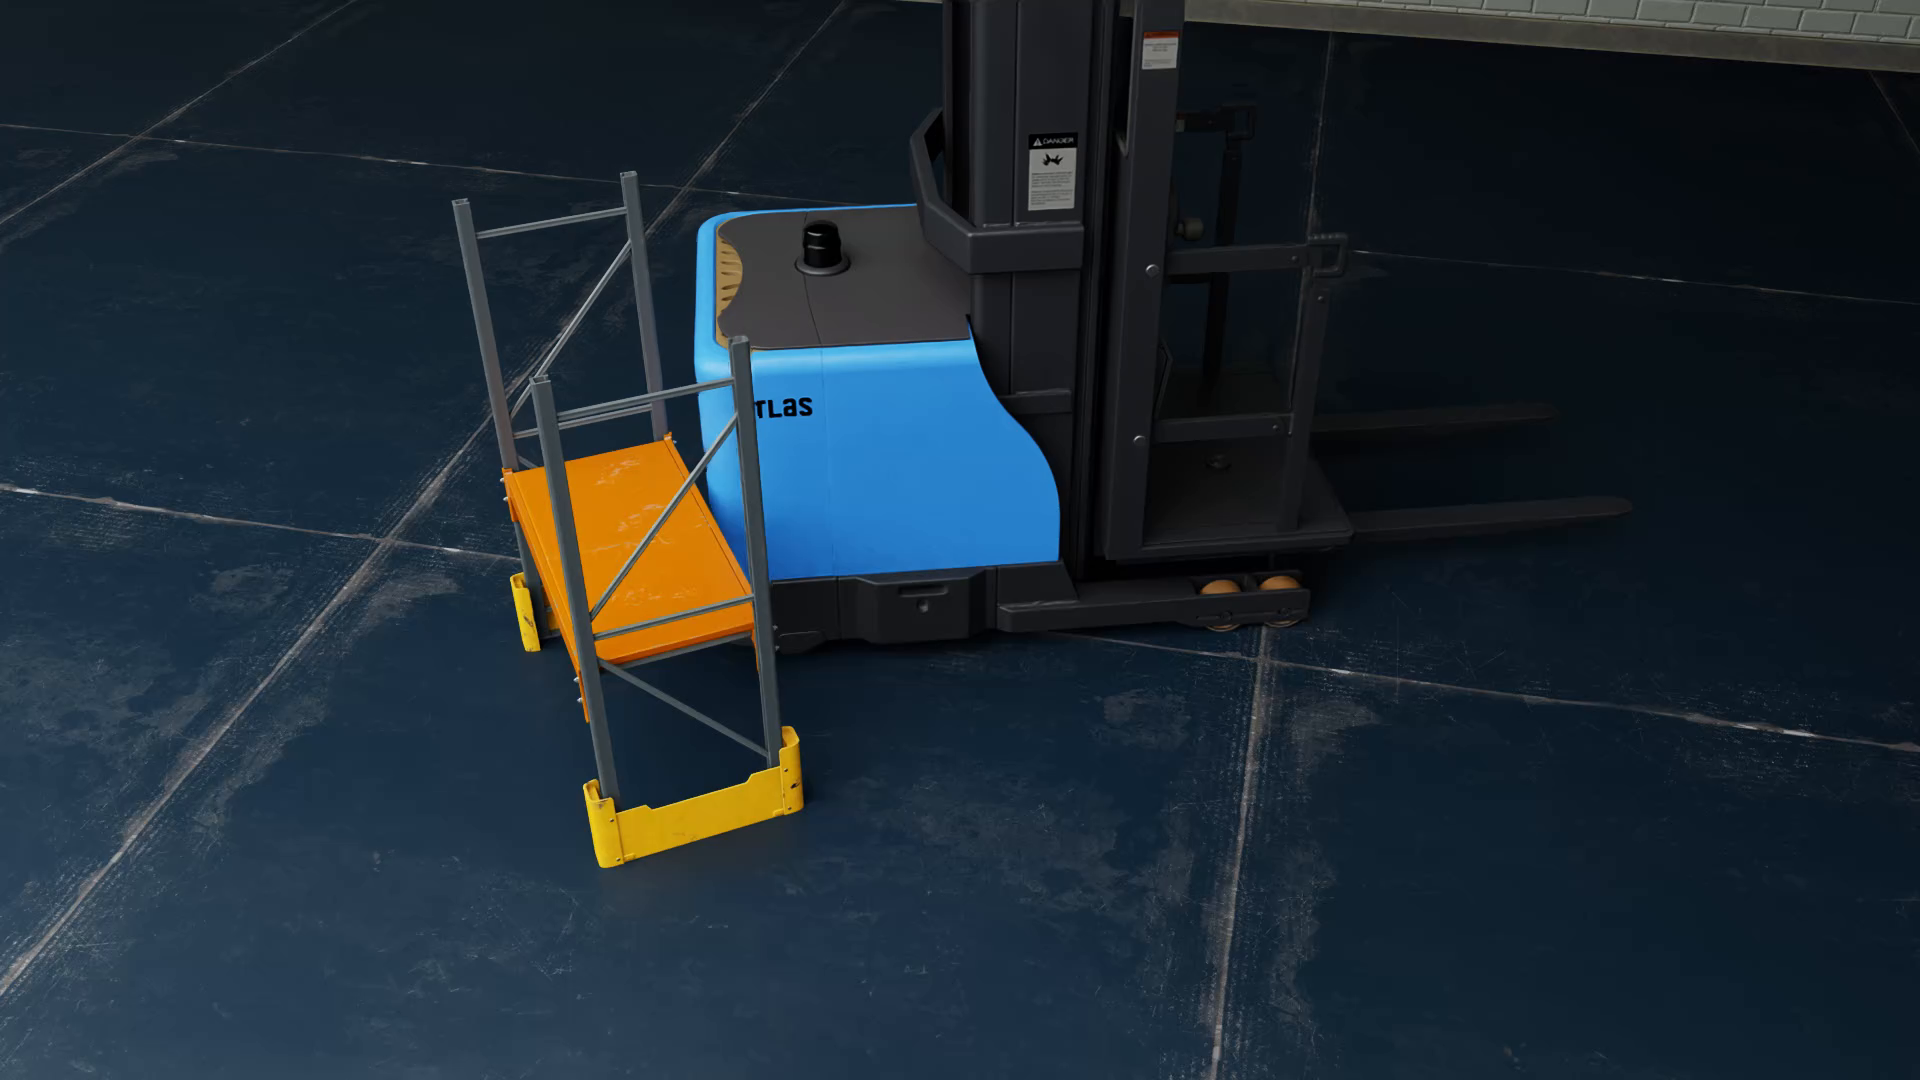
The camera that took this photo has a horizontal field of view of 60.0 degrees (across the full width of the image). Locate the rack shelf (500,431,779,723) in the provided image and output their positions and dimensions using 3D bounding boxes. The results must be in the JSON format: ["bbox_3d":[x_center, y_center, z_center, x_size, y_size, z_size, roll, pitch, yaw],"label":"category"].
[{"bbox_3d":[-0.922,0.070,4.682,0.538,0.185,1.000,-14,38,-19],"label":"rack shelf"}]

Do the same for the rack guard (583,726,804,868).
[{"bbox_3d":[-0.721,0.704,4.566,0.587,0.250,0.087,-14,38,-19],"label":"rack guard"}]

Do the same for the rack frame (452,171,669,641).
[{"bbox_3d":[-1.124,-0.349,4.954,0.500,1.500,0.032,-14,38,-19],"label":"rack frame"}]

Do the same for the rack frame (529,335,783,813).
[{"bbox_3d":[-0.721,0.198,4.198,0.500,1.500,0.032,-14,38,-19],"label":"rack frame"}]

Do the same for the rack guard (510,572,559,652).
[{"bbox_3d":[-1.116,0.167,5.306,0.587,0.250,0.087,-14,38,-19],"label":"rack guard"}]

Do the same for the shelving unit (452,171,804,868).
[{"bbox_3d":[-0.919,-0.071,4.569,0.587,1.500,1.083,-14,38,-19],"label":"shelving unit"}]

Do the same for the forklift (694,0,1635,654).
[{"bbox_3d":[0.696,-1.198,4.906,3.031,2.935,1.130,-4,36,-5],"label":"forklift"}]
